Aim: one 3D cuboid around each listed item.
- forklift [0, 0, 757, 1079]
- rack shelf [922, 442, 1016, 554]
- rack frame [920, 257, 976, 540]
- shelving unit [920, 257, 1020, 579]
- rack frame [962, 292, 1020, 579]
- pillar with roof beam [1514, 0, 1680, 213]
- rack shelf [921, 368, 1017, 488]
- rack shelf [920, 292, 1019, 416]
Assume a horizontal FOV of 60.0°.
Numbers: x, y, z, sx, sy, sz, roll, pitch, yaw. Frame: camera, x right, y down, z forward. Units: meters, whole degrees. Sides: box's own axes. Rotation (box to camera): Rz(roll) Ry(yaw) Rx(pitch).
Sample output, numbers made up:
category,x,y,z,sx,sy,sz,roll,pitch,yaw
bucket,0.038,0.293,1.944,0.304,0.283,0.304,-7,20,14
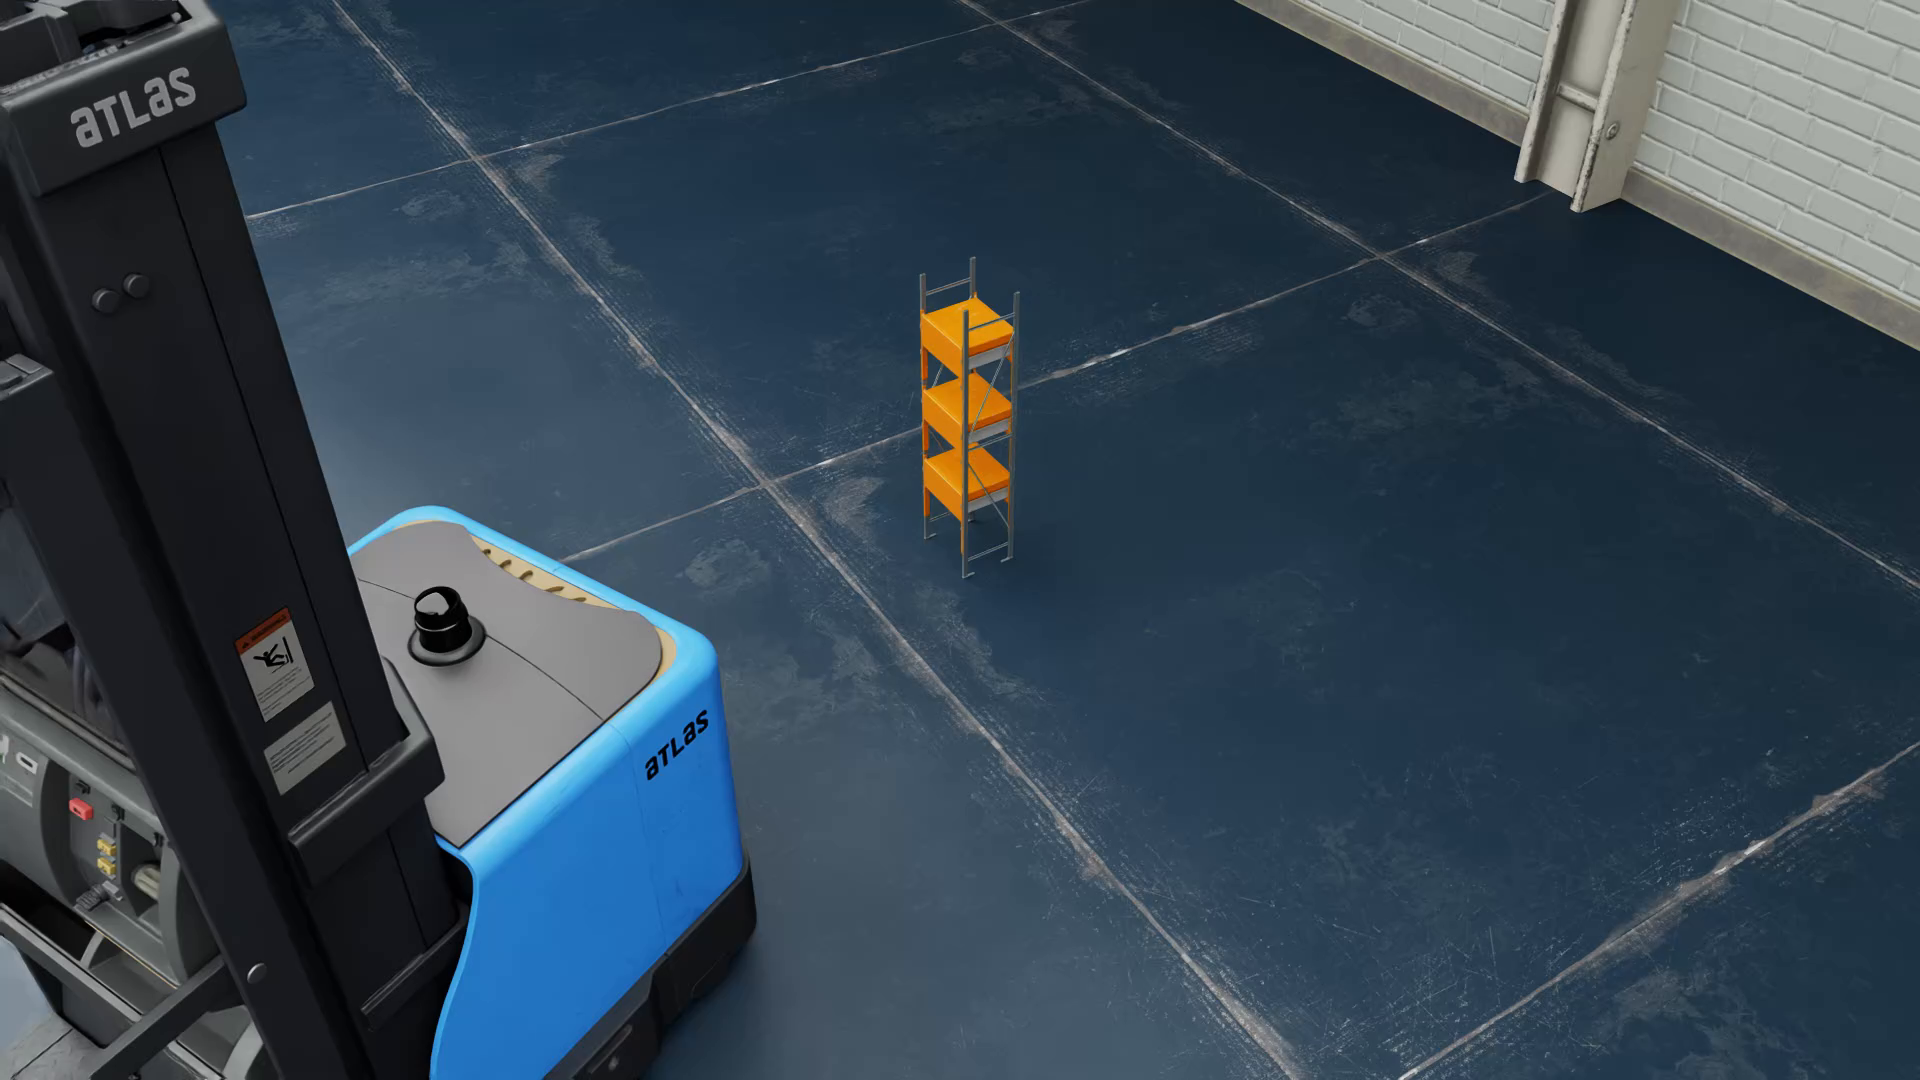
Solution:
category,x,y,z,sx,sy,sz,roll,pitch,yaw
forklift,-1.776,0.544,2.808,1.130,2.935,3.031,23,45,25
rack shelf,0.029,-0.153,5.564,0.215,0.259,0.240,-22,45,-24
rack frame,-0.037,-0.440,5.458,0.200,1.050,0.008,-22,45,-24
shelving unit,0.029,-0.374,5.379,0.215,1.050,0.252,-22,45,-24
rack frame,0.094,-0.309,5.300,0.200,1.050,0.008,-22,45,-24
pillar with roof beam,-0.806,-3.614,3.057,9.100,9.000,0.400,-22,45,-24
rack shelf,0.029,-0.366,5.386,0.215,0.259,0.240,-22,45,-24
rack shelf,0.029,-0.584,5.204,0.215,0.259,0.240,-22,45,-24
